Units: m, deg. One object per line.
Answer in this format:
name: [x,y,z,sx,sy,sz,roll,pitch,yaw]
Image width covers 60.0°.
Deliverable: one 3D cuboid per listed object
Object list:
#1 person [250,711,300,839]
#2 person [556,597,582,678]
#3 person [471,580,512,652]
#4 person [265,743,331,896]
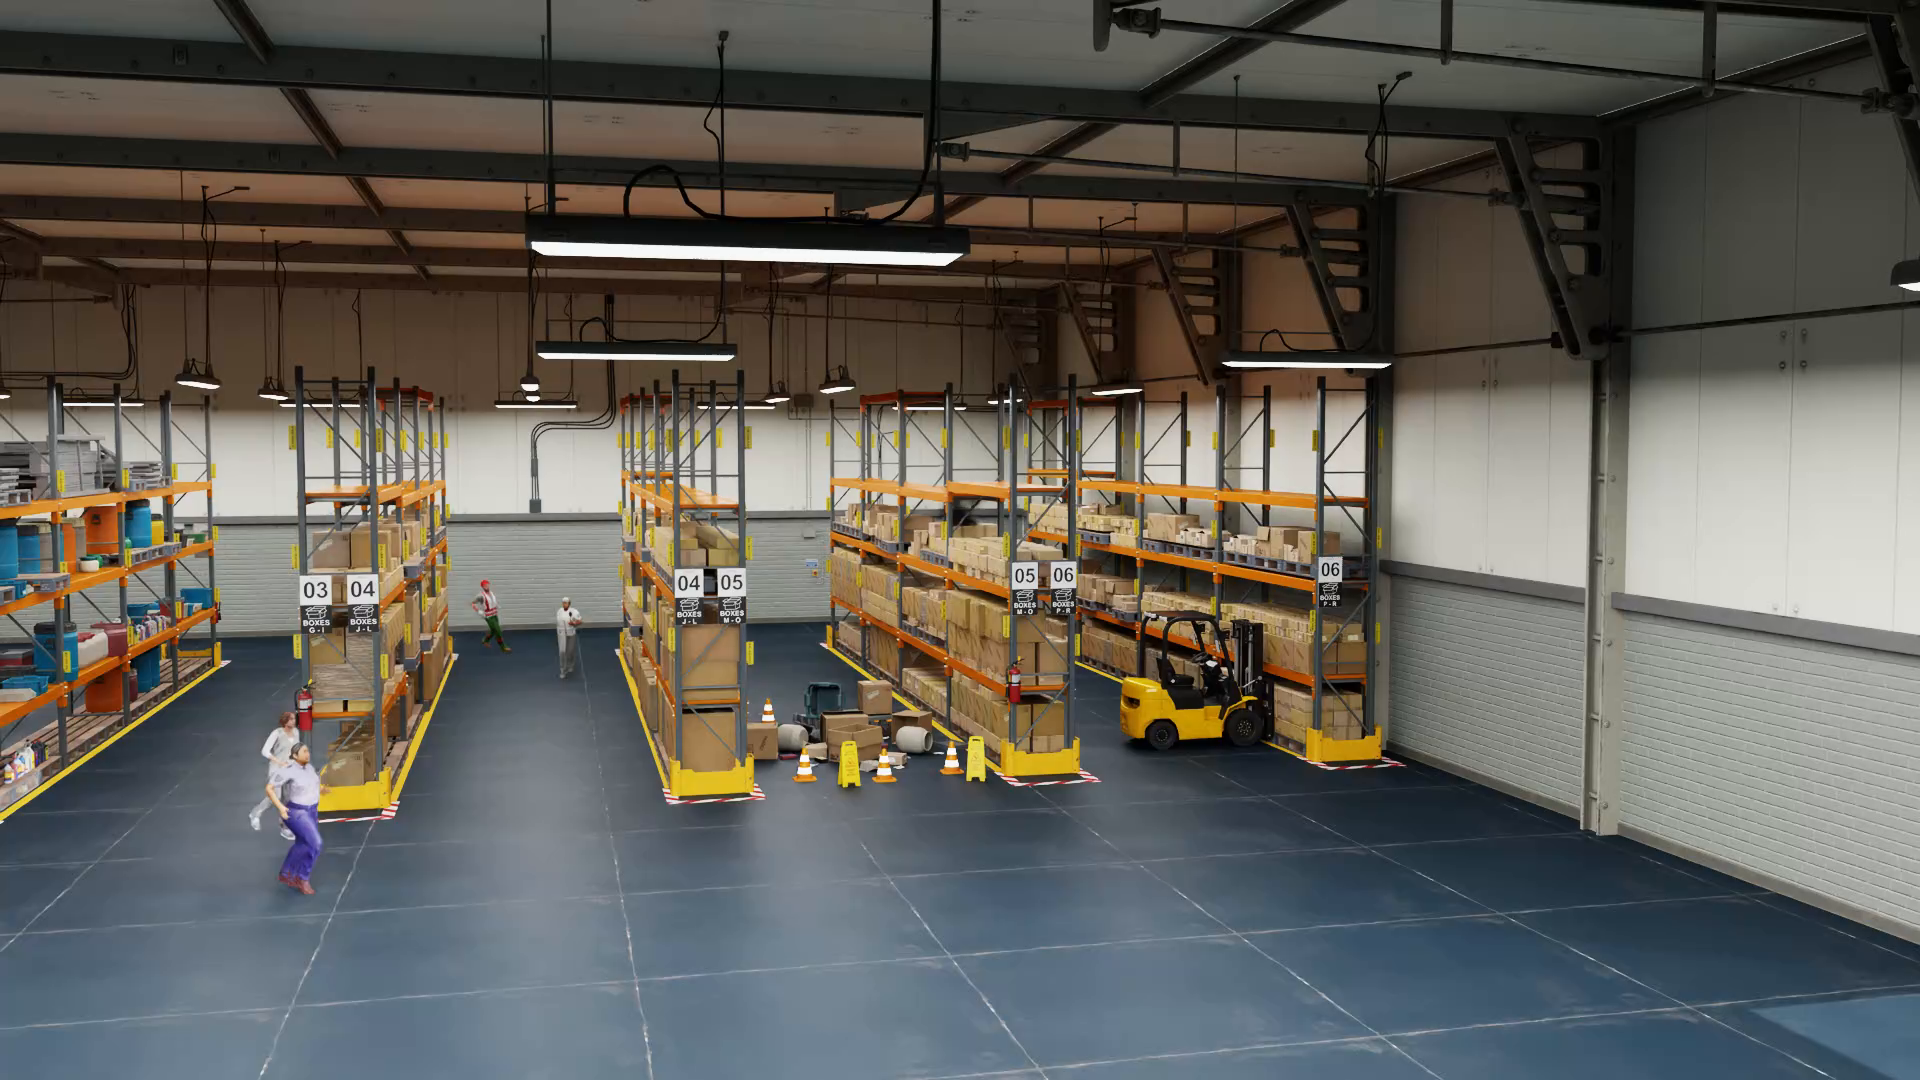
person: [-8.612,2.959,21.177,0.756,1.584,0.592,2,4,33]
person: [-8.335,2.066,35.433,0.582,1.716,0.812,0,3,-6]
person: [-11.129,1.788,39.220,0.863,1.727,0.728,2,4,28]
person: [-7.297,3.089,18.444,0.711,1.689,0.575,1,3,9]
